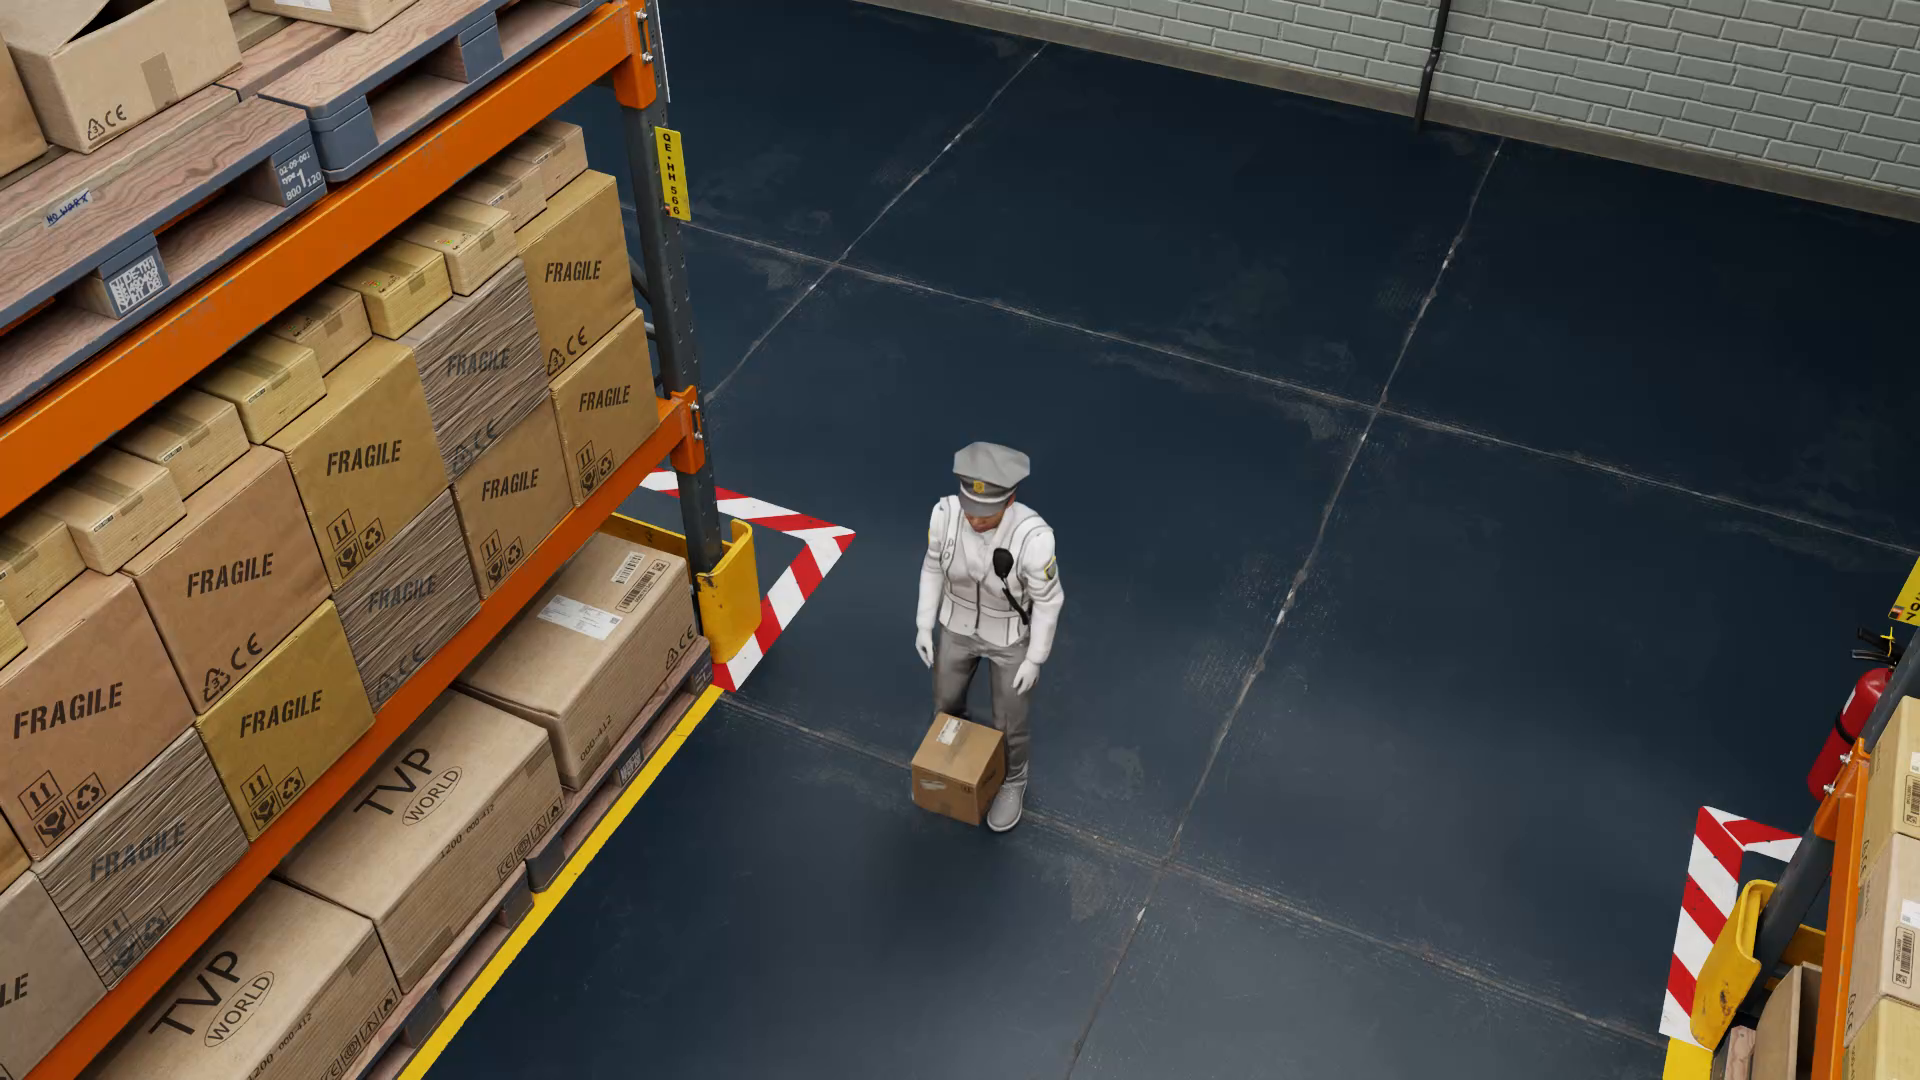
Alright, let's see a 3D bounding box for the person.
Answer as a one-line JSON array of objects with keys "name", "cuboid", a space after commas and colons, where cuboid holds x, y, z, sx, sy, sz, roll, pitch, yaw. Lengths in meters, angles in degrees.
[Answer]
[{"name": "person", "cuboid": [0.095, 0.333, 5.786, 0.510, 1.669, 0.359, 16, 45, 17]}]
